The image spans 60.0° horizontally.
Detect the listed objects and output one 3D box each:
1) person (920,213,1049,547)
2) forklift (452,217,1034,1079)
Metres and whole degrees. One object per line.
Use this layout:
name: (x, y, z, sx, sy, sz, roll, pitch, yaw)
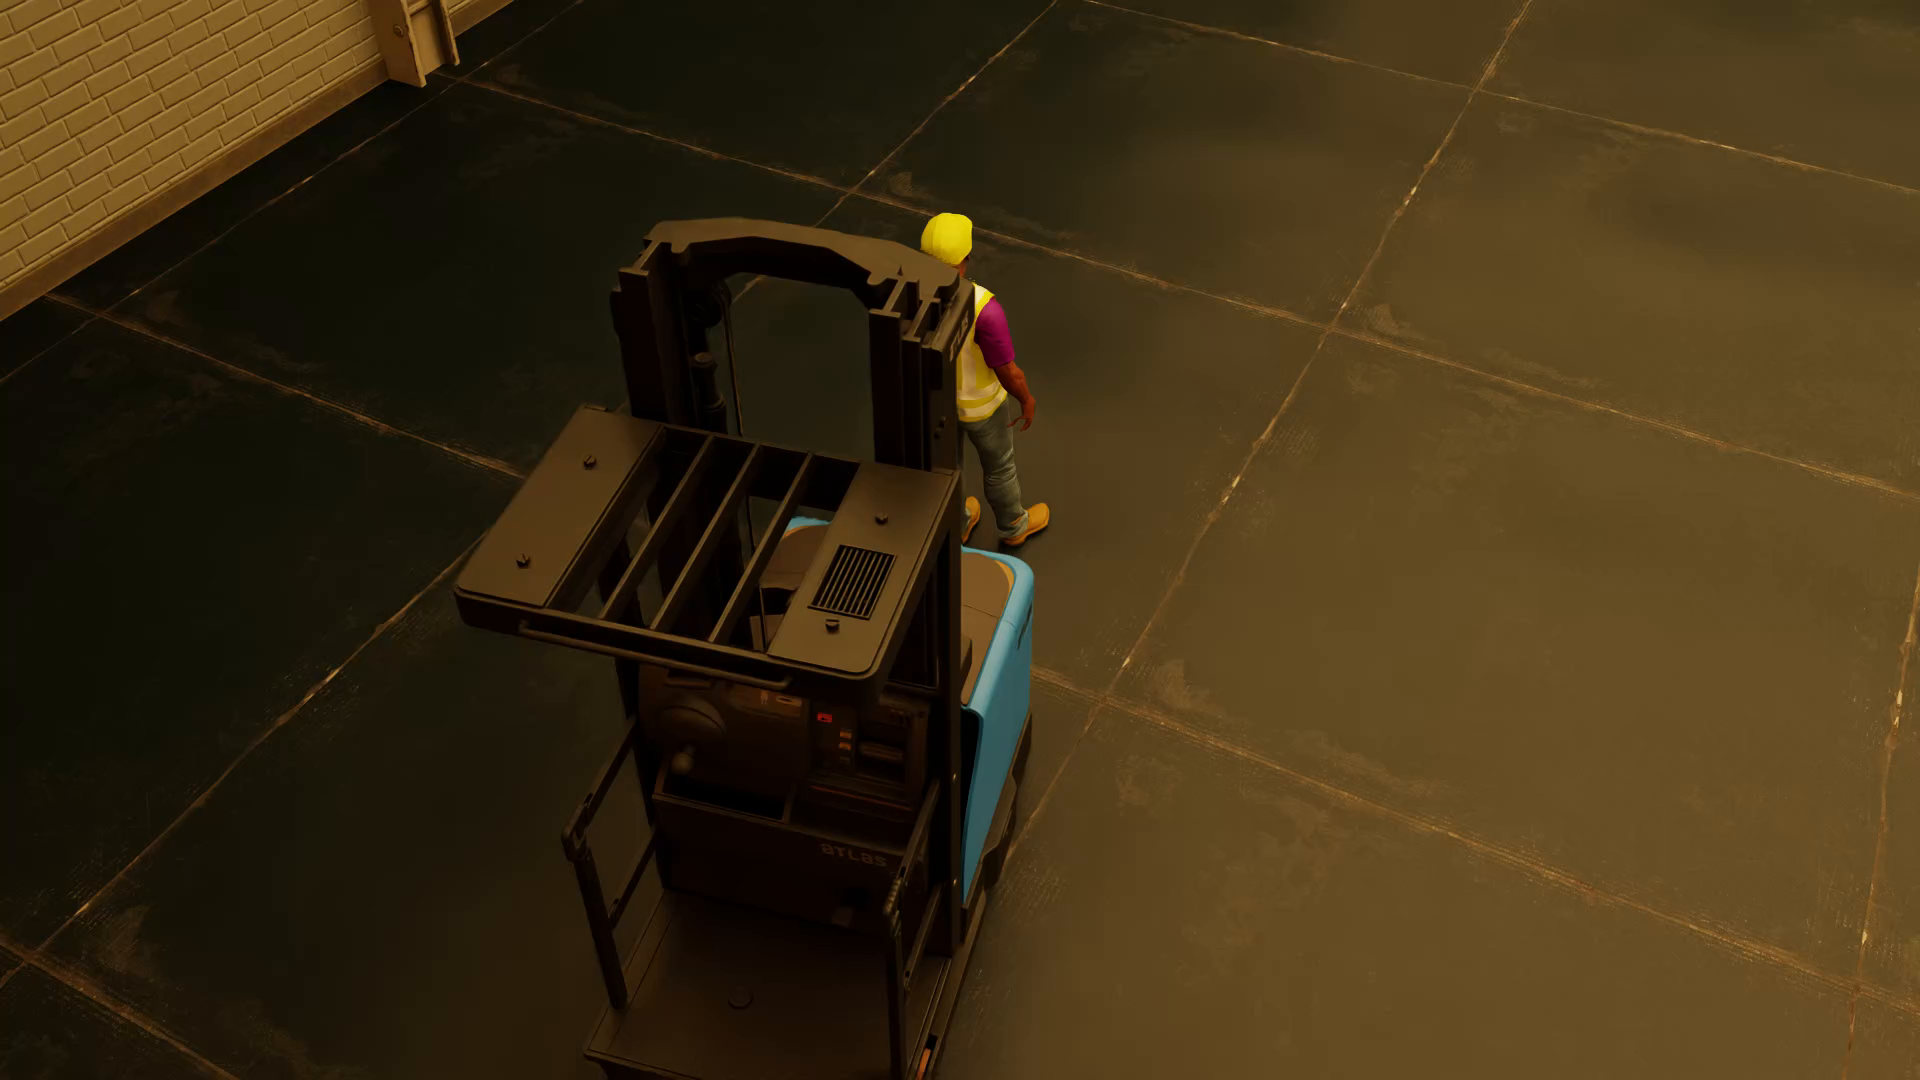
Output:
person: (0.037, -0.688, 7.223, 0.666, 1.765, 0.577, 20, 47, 20)
forklift: (-0.602, 0.669, 4.943, 1.130, 2.935, 3.031, 11, 44, 11)
